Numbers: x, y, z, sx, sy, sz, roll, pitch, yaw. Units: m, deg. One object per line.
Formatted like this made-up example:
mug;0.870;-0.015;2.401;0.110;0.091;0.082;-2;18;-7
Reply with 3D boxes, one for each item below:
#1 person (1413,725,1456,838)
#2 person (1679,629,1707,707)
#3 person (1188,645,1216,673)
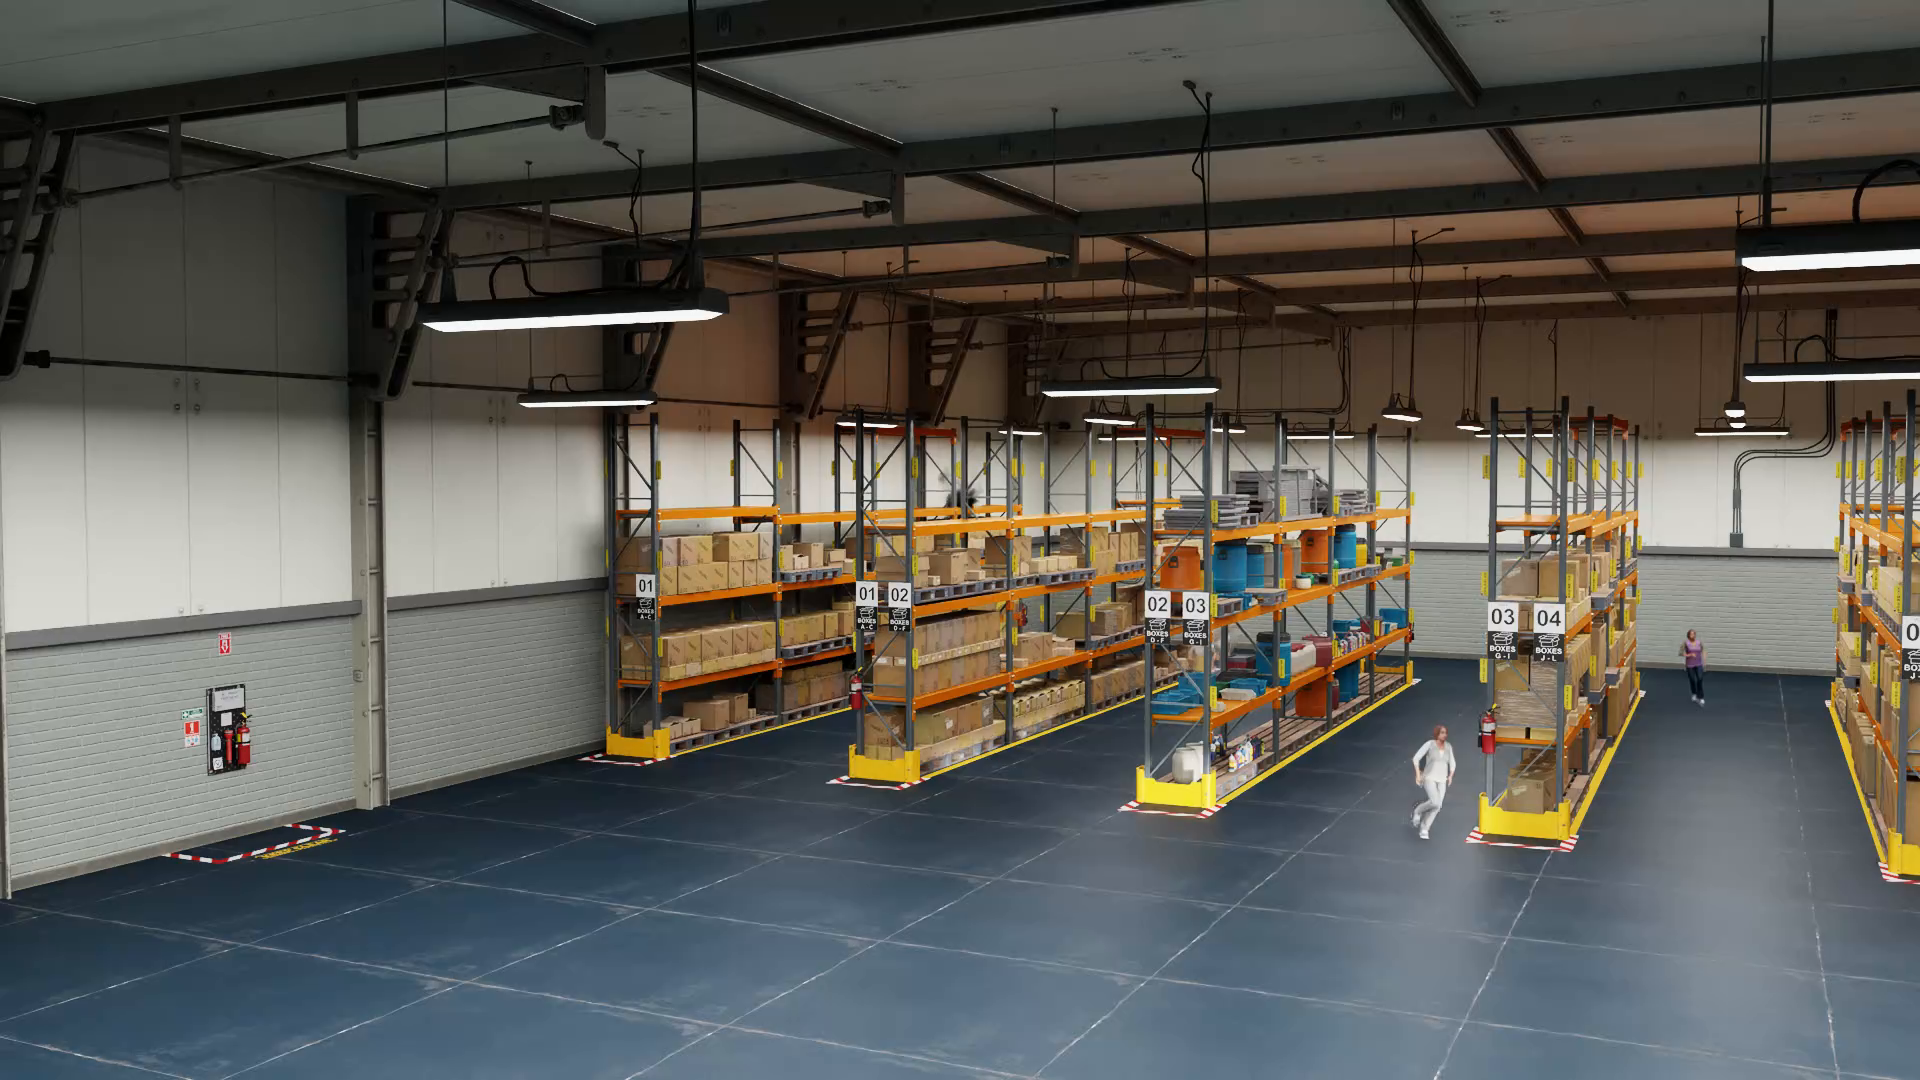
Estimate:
person;6.496;3.285;22.637;0.569;1.523;0.487;0;2;-9
person;15.646;2.703;35.525;0.569;1.600;0.854;1;2;13
person;4.953;2.755;34.125;0.565;1.579;0.950;1;2;13
